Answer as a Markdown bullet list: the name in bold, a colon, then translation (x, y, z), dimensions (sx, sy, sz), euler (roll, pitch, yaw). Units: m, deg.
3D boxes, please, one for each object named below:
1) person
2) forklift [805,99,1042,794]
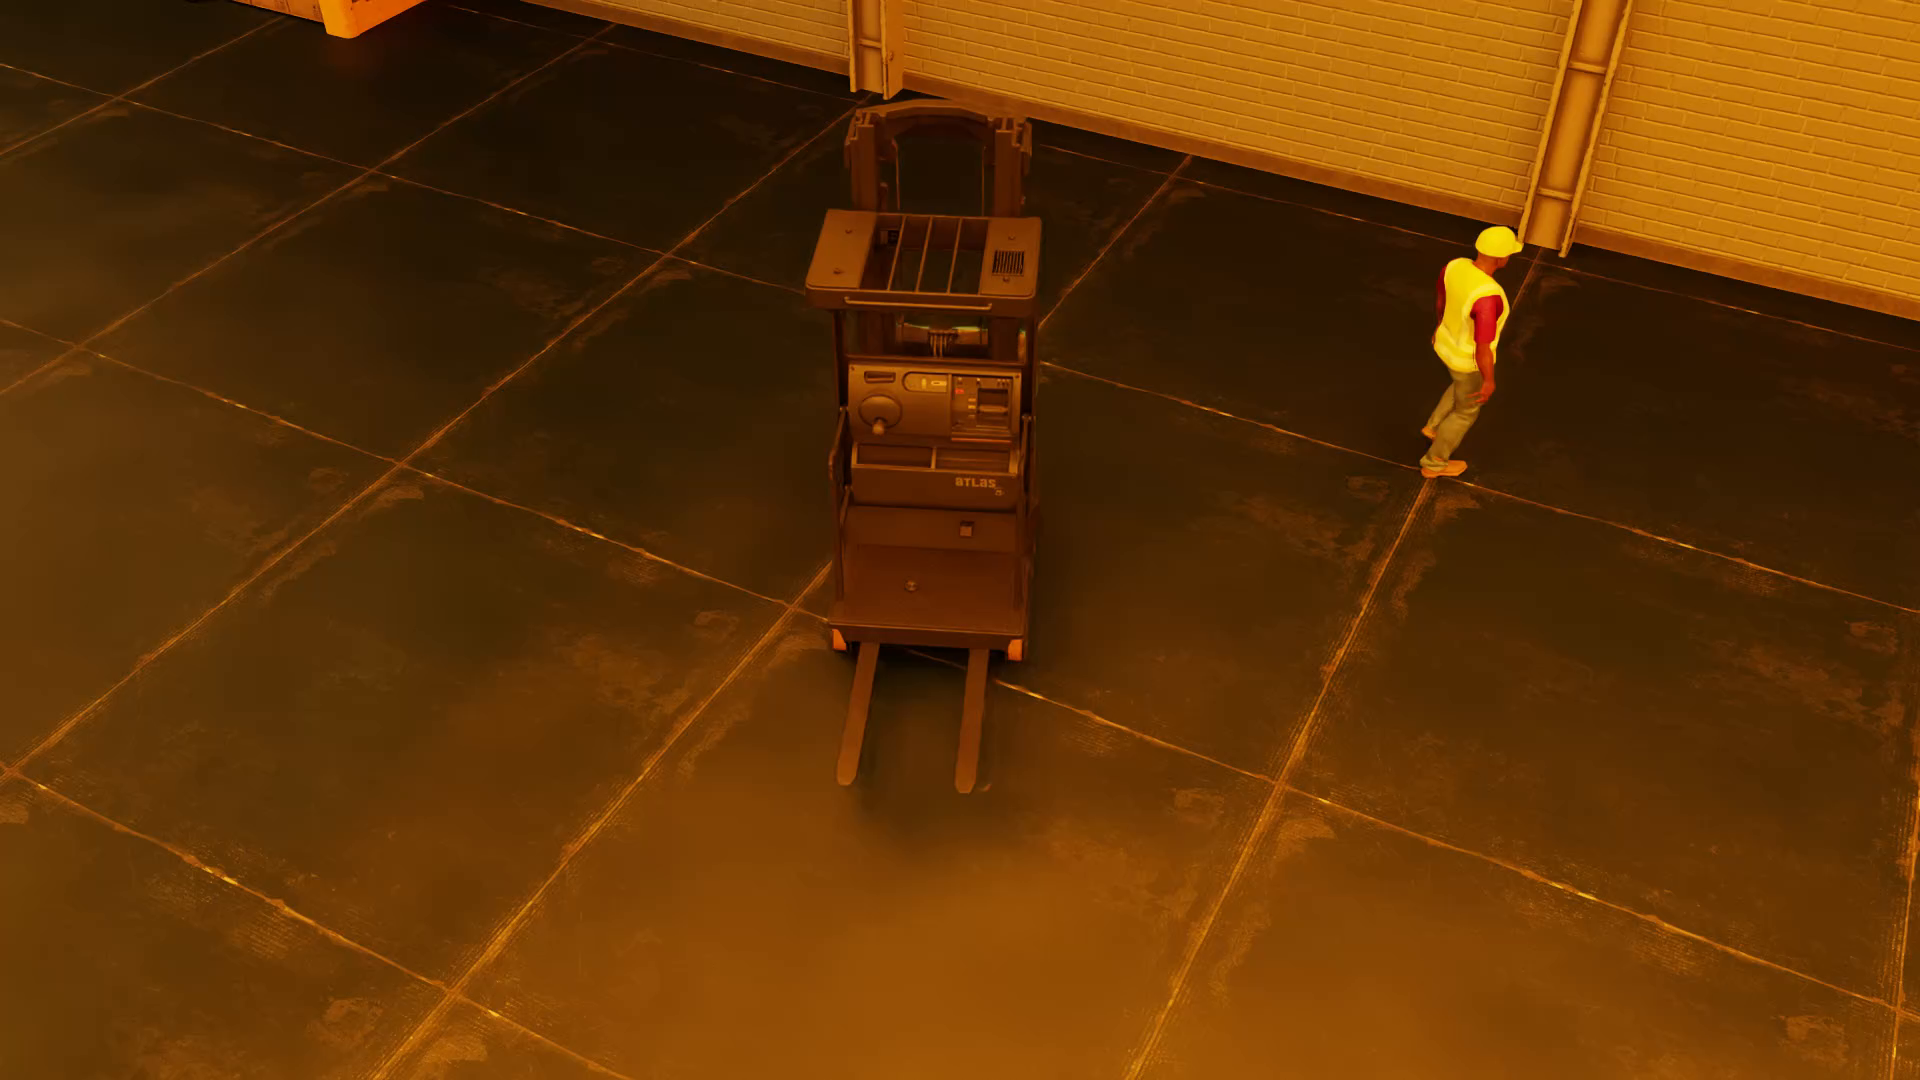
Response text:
- **person**: translation (3.183, -1.162, 10.302), dimensions (0.483, 1.765, 0.687), euler (-9, 41, -10)
- **forklift**: translation (-0.153, -0.662, 8.773), dimensions (1.130, 2.935, 3.031), euler (3, 40, 4)
